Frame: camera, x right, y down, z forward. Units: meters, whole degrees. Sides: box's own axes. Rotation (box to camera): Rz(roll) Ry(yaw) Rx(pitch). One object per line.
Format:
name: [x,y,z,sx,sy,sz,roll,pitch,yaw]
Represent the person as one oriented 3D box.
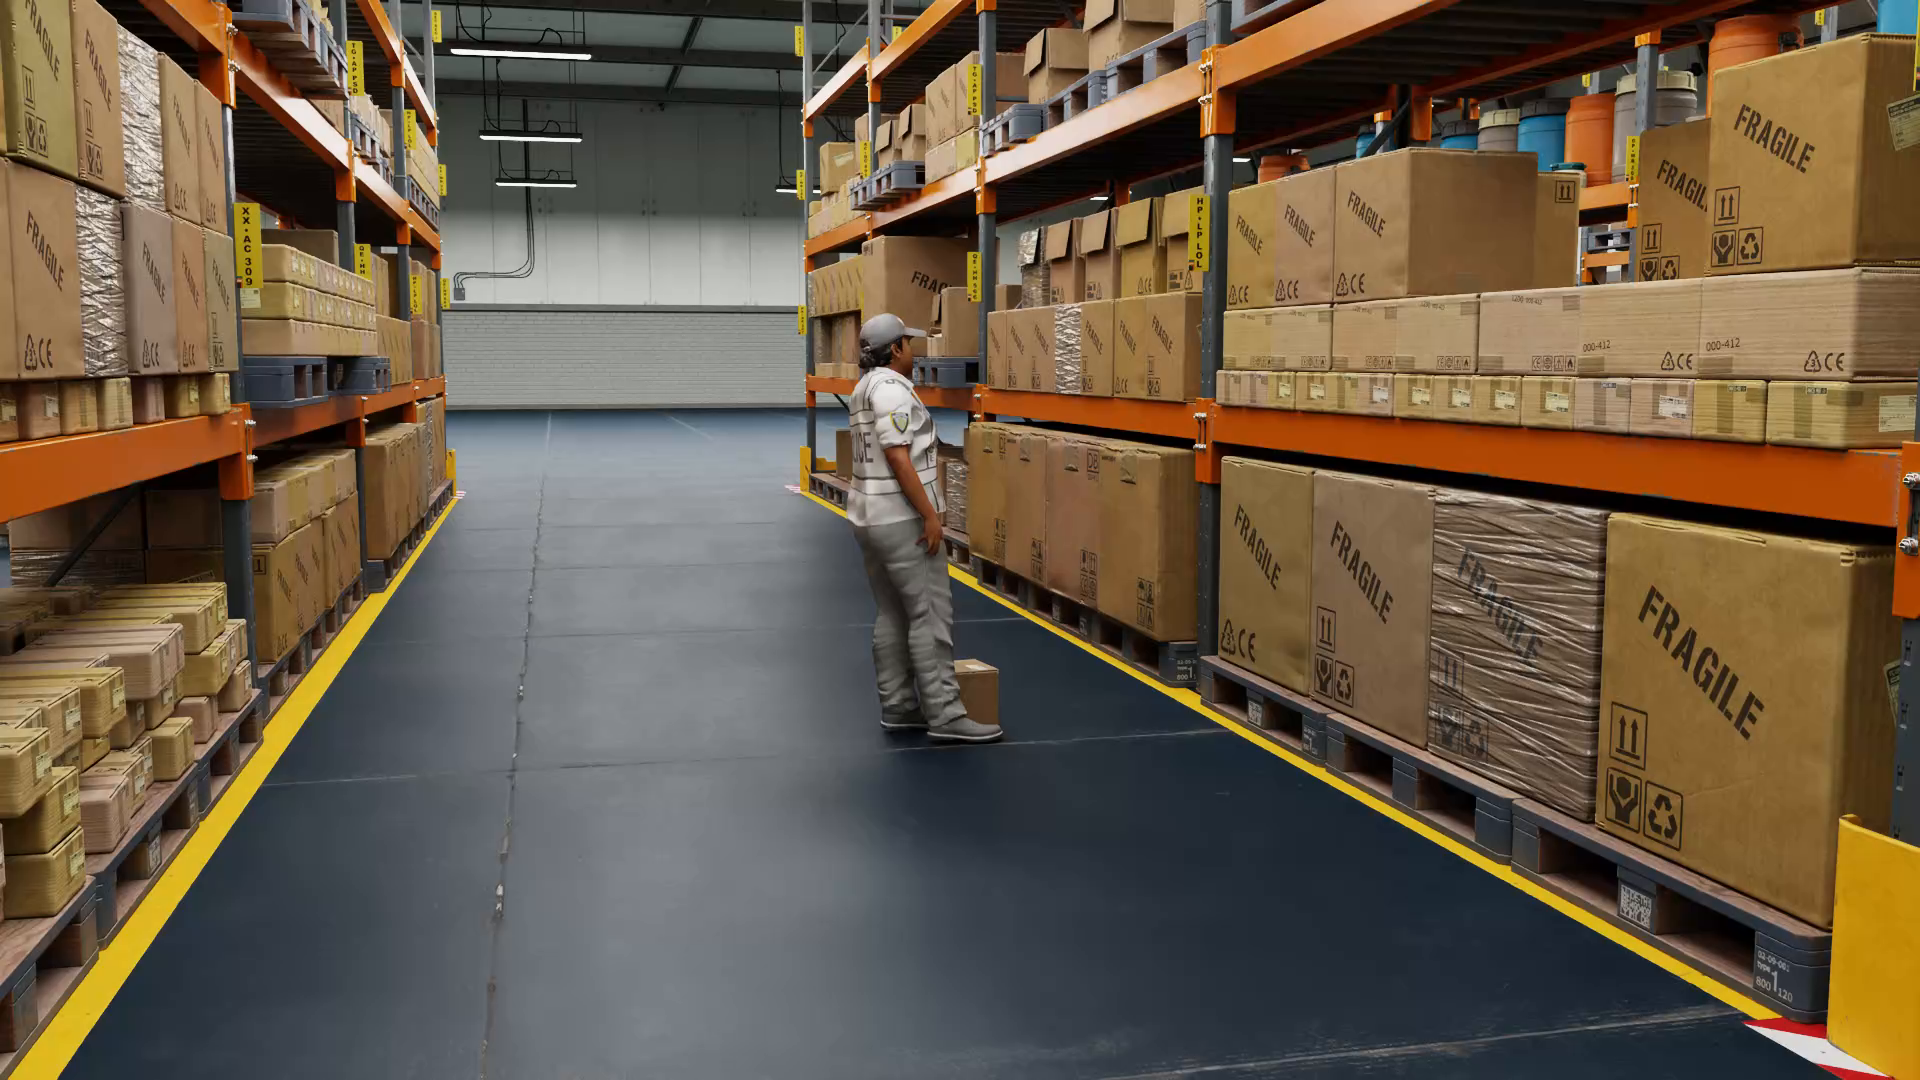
person: [-0.165,-0.061,6.626,0.529,1.670,0.599,-2,7,-20]
